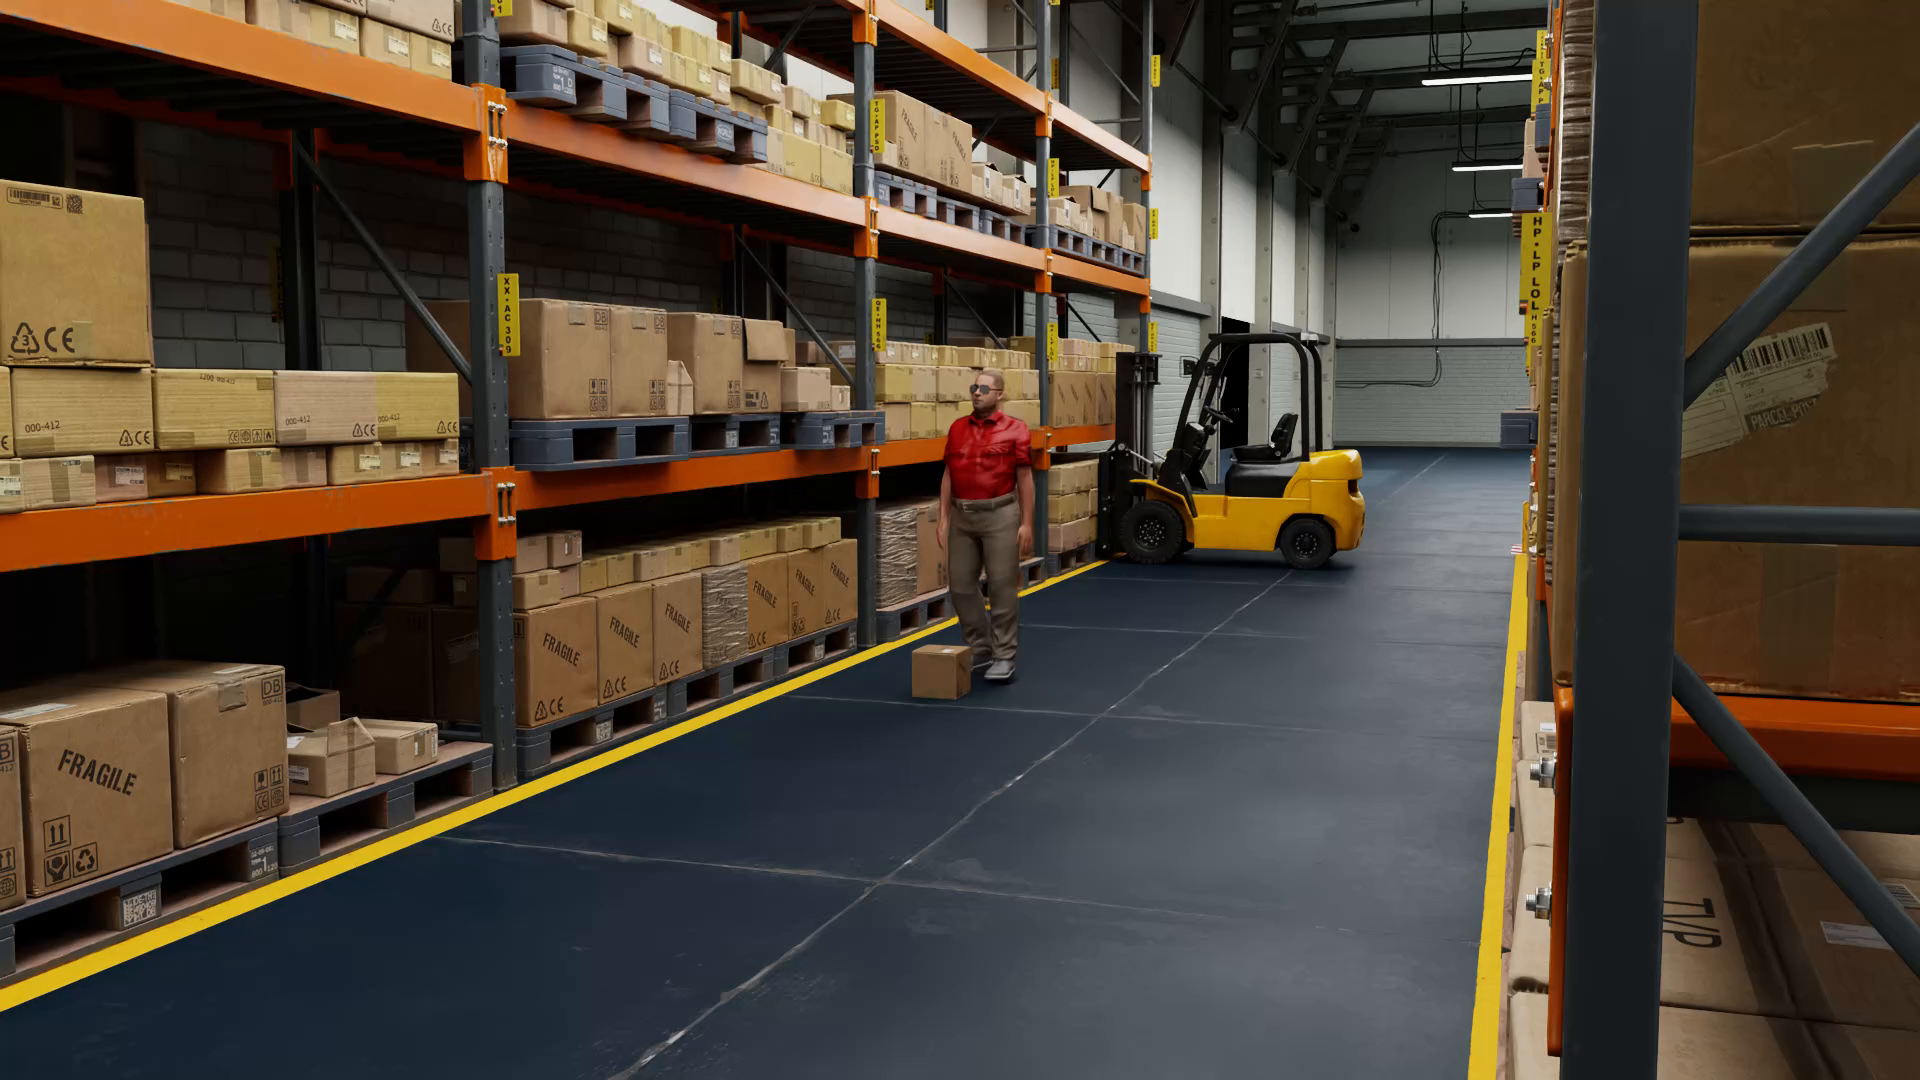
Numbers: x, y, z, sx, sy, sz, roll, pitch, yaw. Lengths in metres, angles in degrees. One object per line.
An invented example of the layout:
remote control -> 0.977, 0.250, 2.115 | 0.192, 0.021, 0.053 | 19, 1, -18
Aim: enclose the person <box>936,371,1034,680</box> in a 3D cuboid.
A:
person -> 0.140, -0.089, 9.396 | 0.556, 1.727, 0.417 | 3, 6, 26
